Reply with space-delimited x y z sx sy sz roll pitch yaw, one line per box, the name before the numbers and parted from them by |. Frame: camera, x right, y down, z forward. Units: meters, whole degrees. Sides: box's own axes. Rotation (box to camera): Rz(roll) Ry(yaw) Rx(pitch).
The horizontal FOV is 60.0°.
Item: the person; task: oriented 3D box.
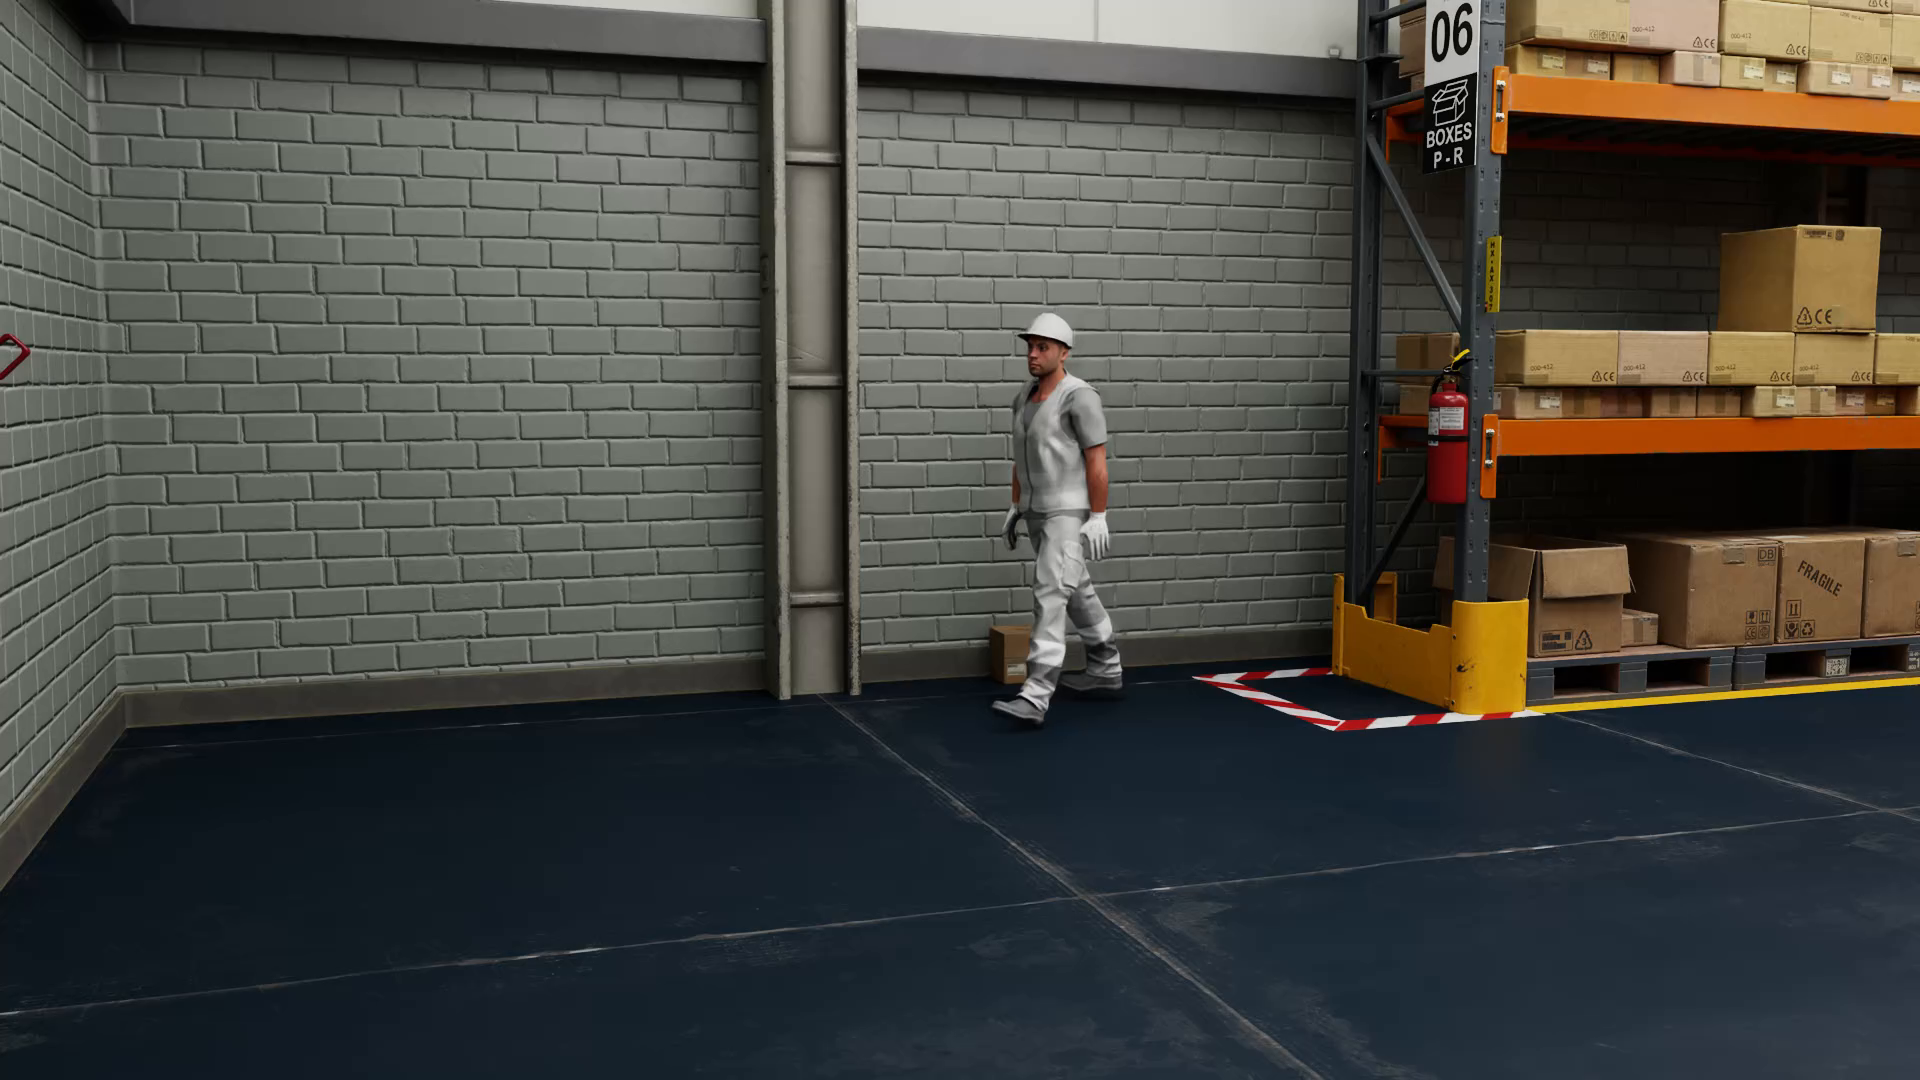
person | 0.408 -0.083 7.290 0.935 1.710 0.598 -3 7 -30
